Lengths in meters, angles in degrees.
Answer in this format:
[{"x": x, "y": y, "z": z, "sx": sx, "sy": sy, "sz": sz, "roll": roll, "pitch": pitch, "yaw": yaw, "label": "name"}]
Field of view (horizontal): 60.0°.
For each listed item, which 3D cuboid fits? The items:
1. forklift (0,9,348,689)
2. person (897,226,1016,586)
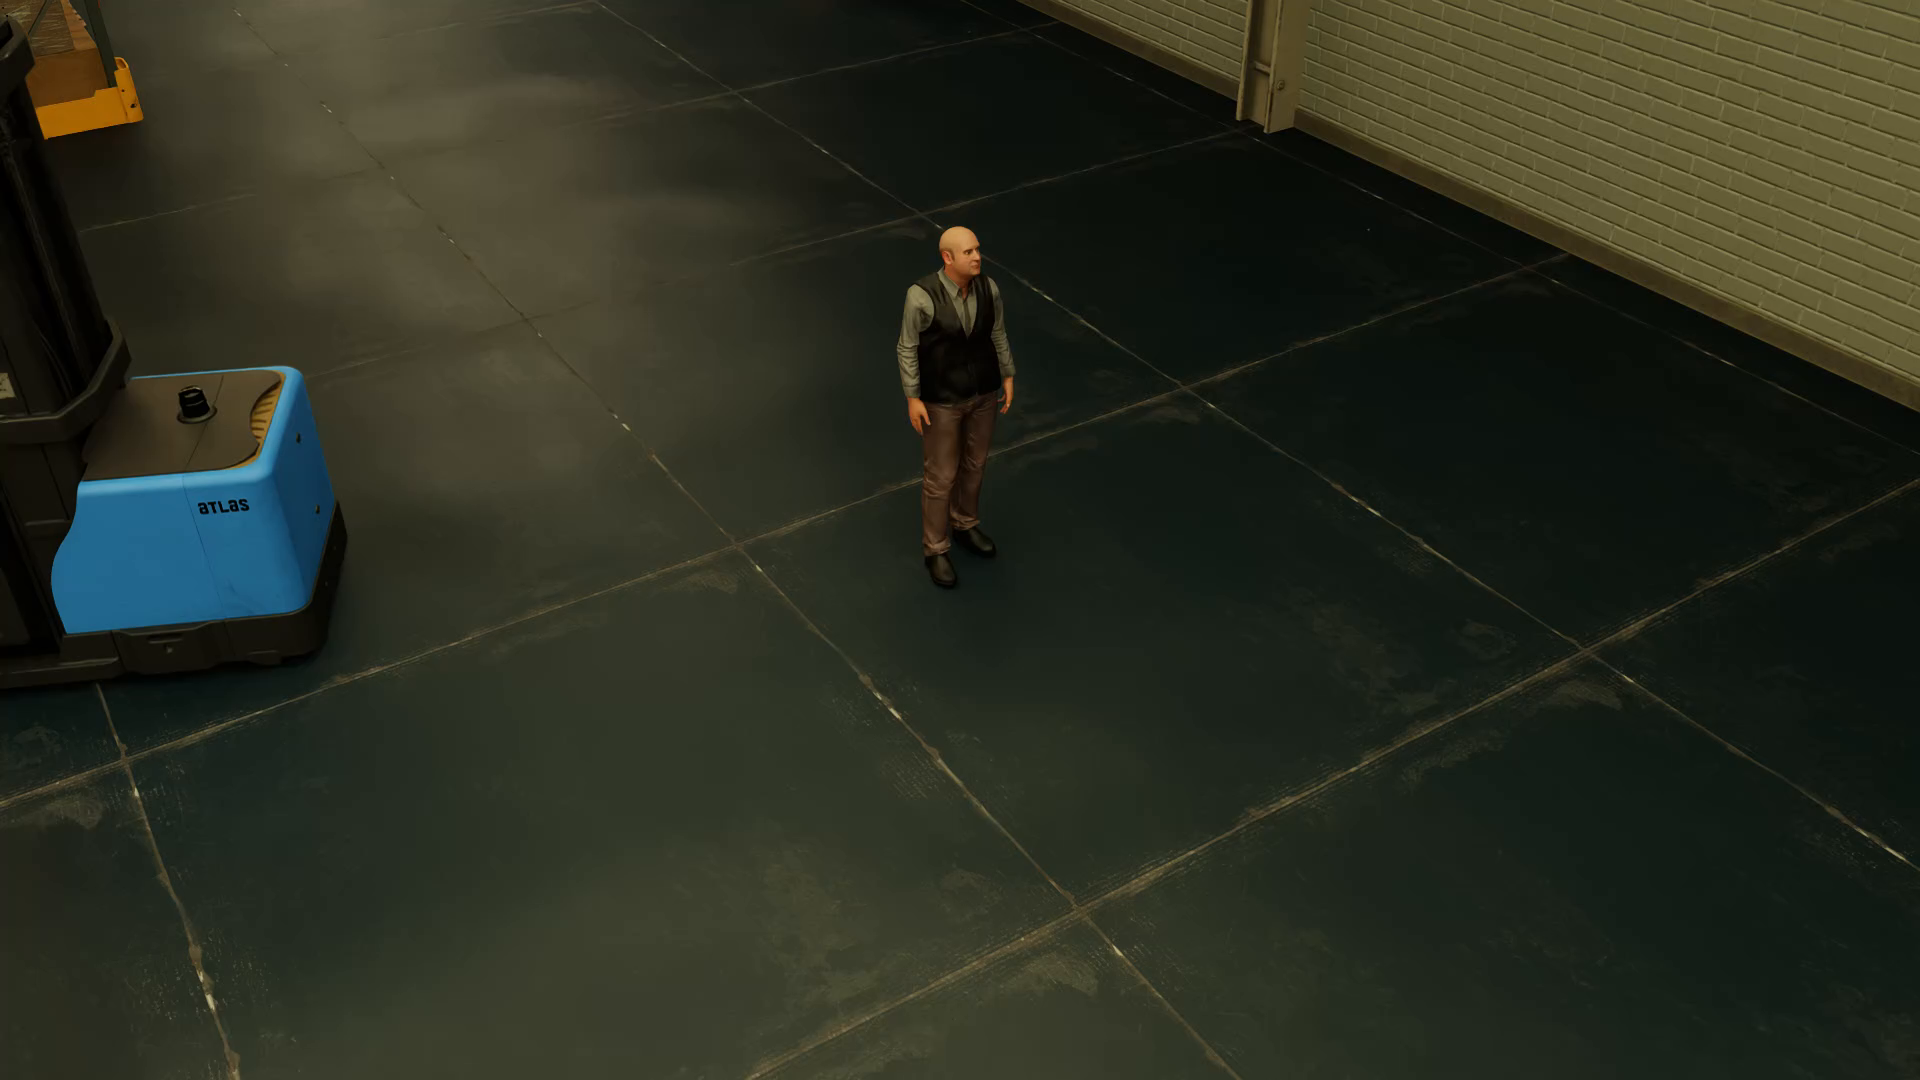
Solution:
[{"x": -4.585, "y": -0.764, "z": 7.235, "sx": 3.031, "sy": 2.935, "sz": 1.130, "roll": -5, "pitch": 35, "yaw": -8, "label": "forklift"}, {"x": 0.027, "y": -0.678, "z": 8.152, "sx": 0.632, "sy": 1.720, "sz": 0.568, "roll": -21, "pitch": 40, "yaw": -27, "label": "person"}]
